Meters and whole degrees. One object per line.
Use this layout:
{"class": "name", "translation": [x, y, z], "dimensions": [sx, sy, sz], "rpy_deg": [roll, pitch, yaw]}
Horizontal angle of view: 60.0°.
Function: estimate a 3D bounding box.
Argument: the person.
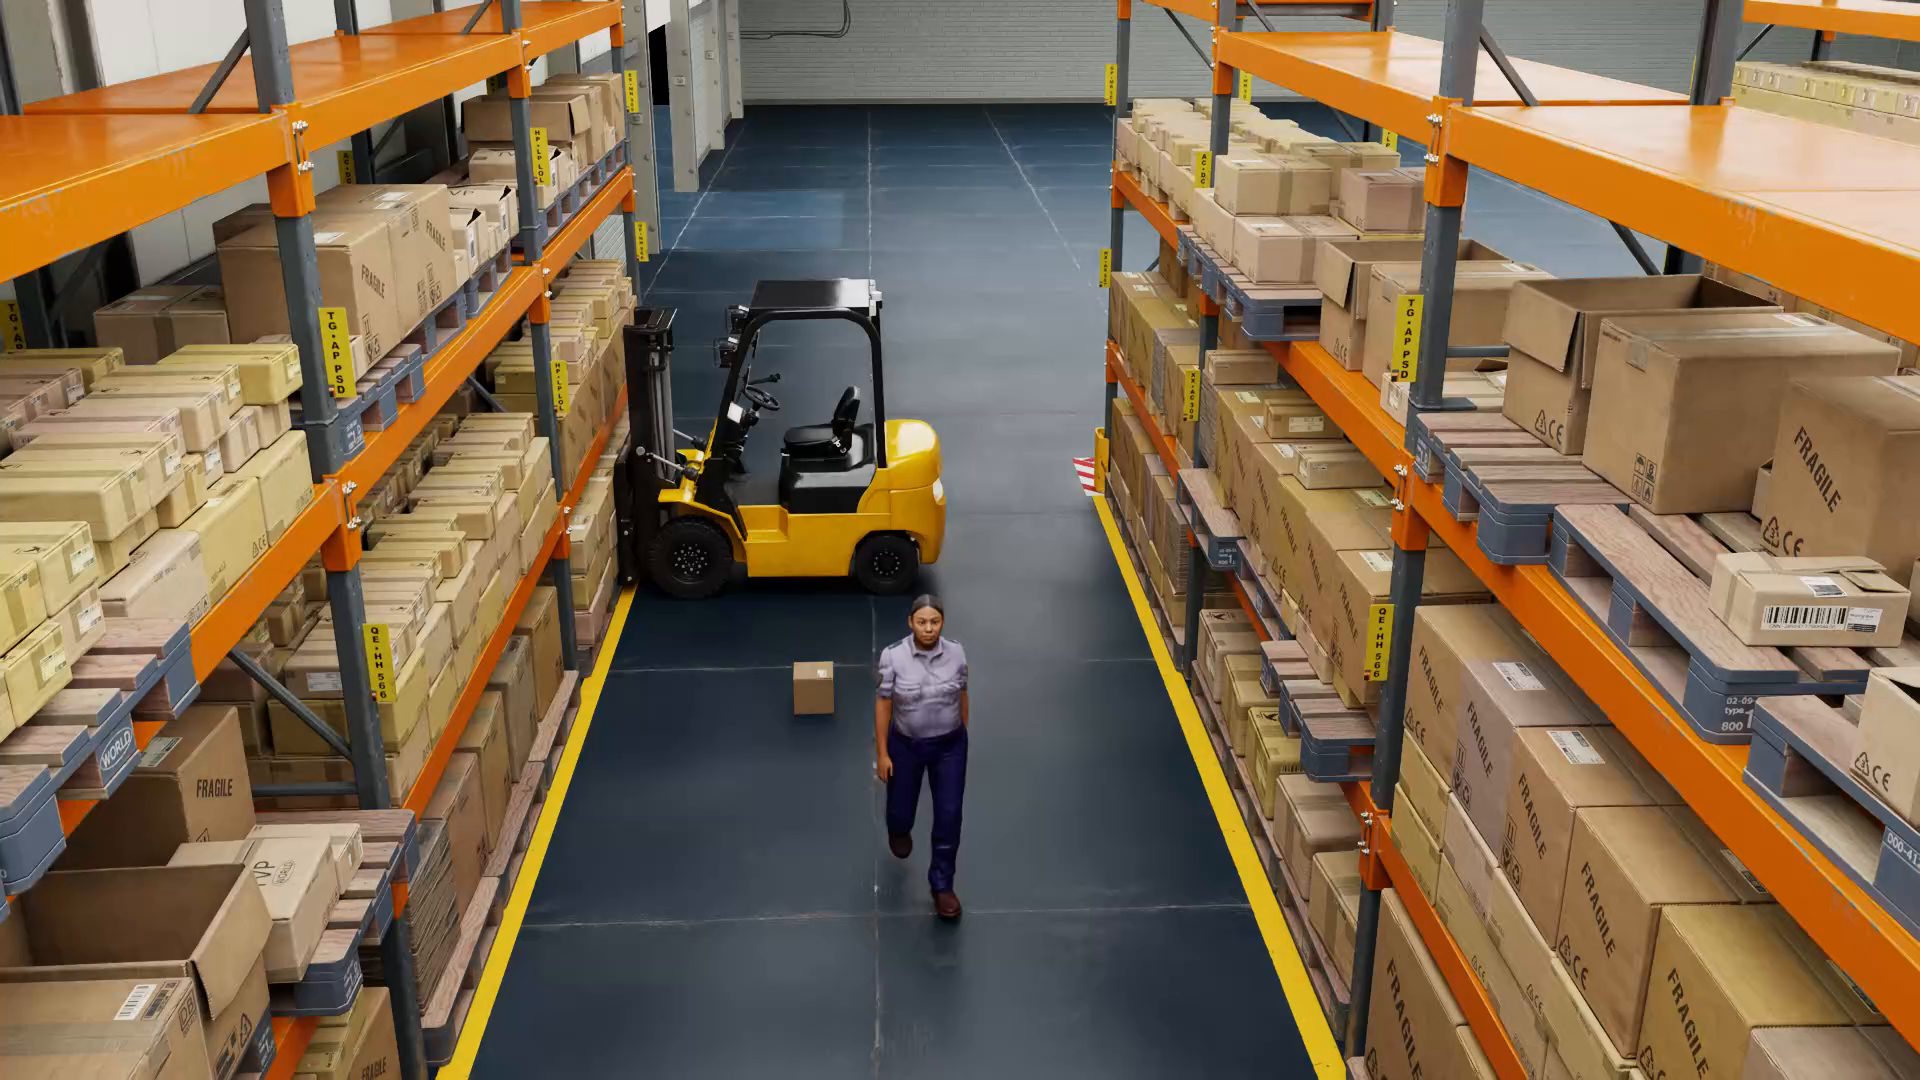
{"class": "person", "translation": [-0.190, 1.031, 8.326], "dimensions": [0.487, 1.600, 0.716], "rpy_deg": [-4, 21, -10]}
